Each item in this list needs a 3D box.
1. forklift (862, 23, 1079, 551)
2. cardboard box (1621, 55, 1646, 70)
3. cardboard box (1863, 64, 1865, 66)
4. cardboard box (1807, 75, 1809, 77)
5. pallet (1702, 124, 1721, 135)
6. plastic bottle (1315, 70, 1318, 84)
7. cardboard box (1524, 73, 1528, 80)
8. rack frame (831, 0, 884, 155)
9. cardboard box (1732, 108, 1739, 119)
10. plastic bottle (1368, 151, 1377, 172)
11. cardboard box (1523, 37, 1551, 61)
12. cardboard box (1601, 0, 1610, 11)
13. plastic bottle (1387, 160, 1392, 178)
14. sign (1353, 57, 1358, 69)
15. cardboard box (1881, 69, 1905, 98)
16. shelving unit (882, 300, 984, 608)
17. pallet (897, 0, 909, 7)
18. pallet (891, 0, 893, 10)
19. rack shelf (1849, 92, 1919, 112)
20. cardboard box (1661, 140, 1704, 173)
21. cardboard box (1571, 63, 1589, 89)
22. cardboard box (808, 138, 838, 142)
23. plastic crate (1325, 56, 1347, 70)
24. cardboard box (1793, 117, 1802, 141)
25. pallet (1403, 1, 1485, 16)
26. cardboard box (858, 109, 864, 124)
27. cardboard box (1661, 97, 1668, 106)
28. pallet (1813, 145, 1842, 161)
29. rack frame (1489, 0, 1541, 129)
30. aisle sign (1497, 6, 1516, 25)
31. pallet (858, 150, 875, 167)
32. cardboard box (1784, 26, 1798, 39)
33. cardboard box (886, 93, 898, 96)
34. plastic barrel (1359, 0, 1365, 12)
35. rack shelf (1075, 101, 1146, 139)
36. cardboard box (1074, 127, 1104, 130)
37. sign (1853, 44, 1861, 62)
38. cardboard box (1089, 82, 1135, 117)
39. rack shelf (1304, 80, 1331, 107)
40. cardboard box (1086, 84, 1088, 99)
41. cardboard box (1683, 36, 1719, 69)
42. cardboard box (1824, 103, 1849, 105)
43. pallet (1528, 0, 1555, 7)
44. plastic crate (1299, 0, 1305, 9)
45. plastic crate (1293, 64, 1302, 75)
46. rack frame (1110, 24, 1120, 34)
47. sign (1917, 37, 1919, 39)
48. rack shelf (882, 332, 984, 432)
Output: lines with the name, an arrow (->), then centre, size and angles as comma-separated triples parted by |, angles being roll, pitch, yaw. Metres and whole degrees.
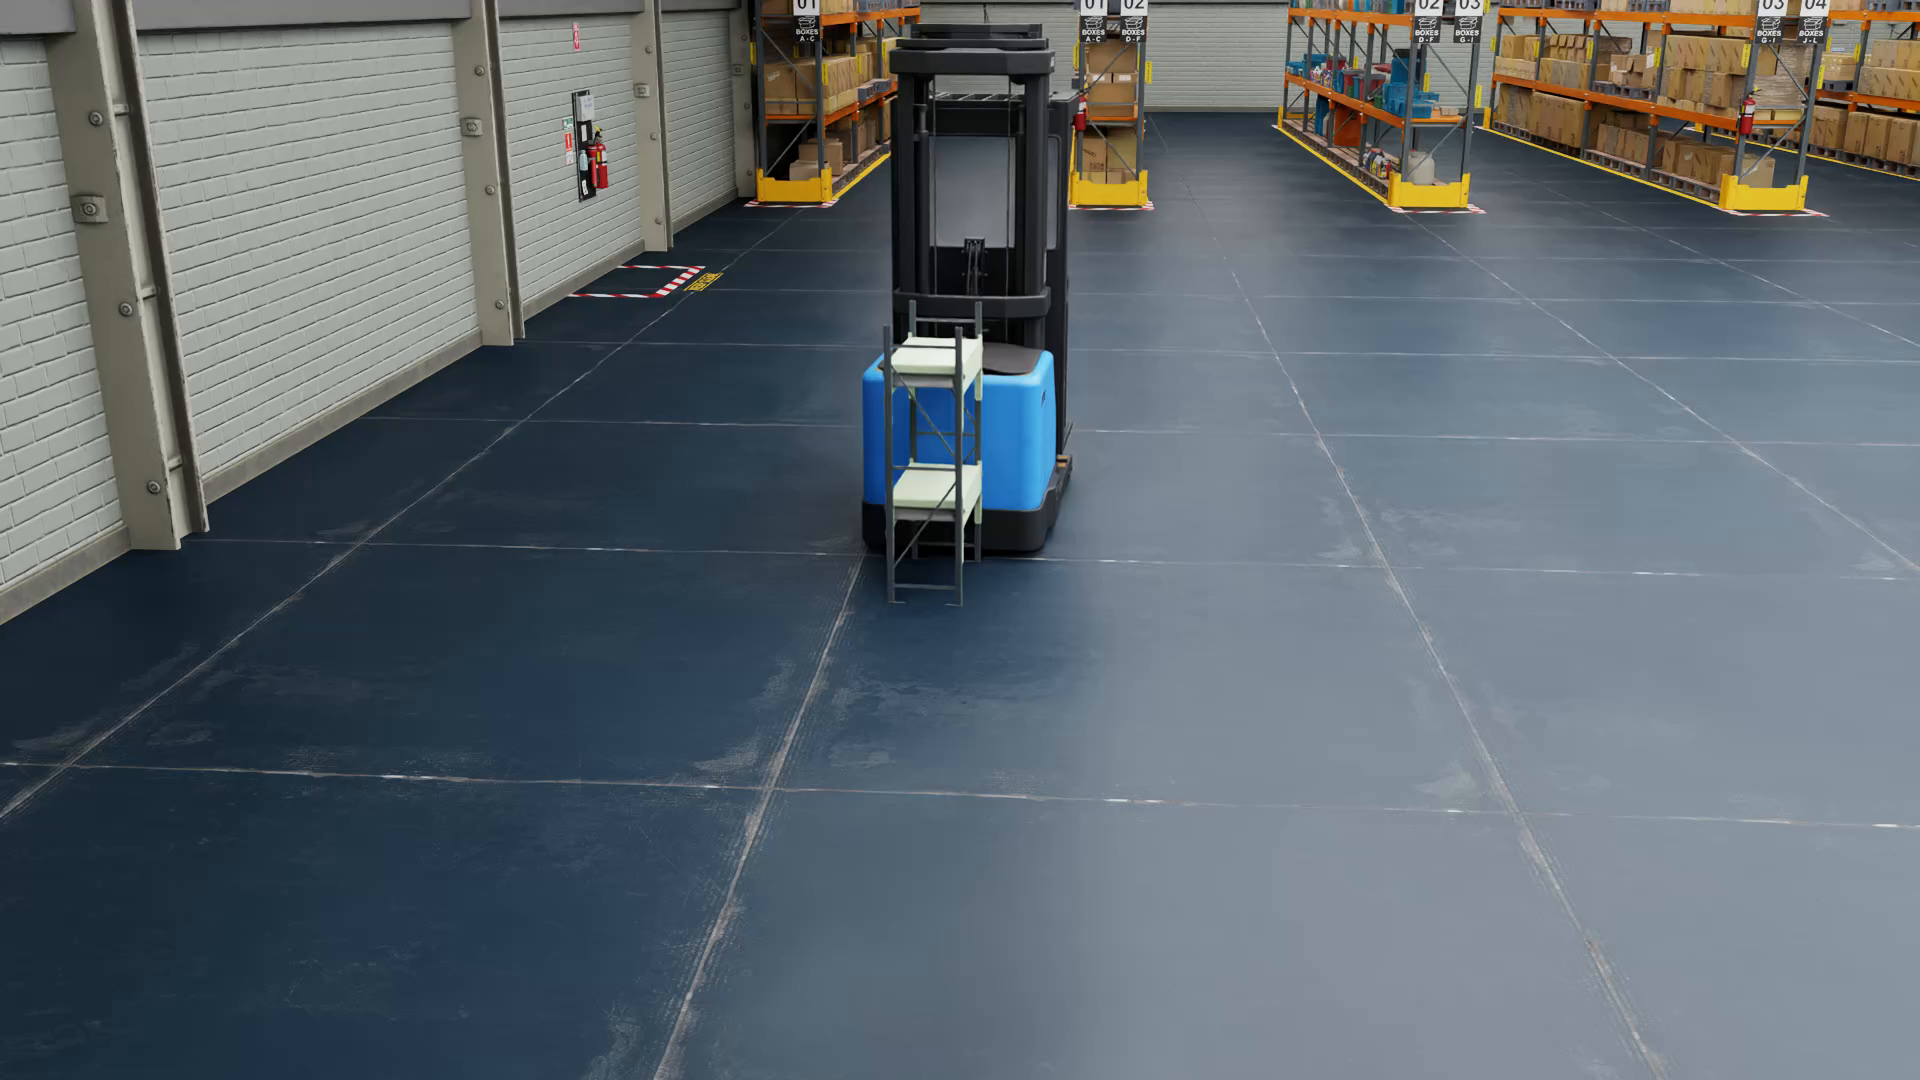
forklift -> 0.157, -1.747, 10.546 | 1.130, 2.935, 3.031 | 3, 18, 8
cardboard box -> 12.828, -8.841, 31.253 | 0.700, 0.500, 0.500 | 4, 19, 12
cardboard box -> 17.975, -9.331, 32.833 | 0.380, 0.149, 0.250 | 1, 18, 2
cardboard box -> 17.381, -9.438, 33.638 | 0.380, 0.149, 0.250 | 2, 18, 6
pallet -> 18.182, -9.681, 39.128 | 1.003, 0.211, 1.213 | 1, 18, 4
plastic bottle -> 7.598, -9.855, 35.371 | 0.061, 0.283, 0.133 | 1, 18, 4
cardboard box -> 12.786, -10.323, 37.013 | 0.380, 0.149, 0.250 | 1, 18, 3
rack frame -> -2.054, -9.270, 33.396 | 1.000, 3.000, 0.127 | 1, 18, 4
cardboard box -> 12.027, -6.505, 25.361 | 0.380, 0.149, 0.250 | 1, 18, 4
plastic bottle -> 7.055, -6.457, 28.358 | 0.144, 0.351, 0.185 | 1, 18, 2
cardboard box -> 12.860, -10.911, 36.964 | 0.500, 0.500, 0.500 | 1, 18, 4
cardboard box -> 12.480, -10.152, 31.512 | 0.500, 0.250, 0.500 | 2, 18, 5
plastic bottle -> 7.100, -6.138, 27.494 | 0.061, 0.283, 0.133 | 1, 18, 4
sign -> 8.662, -10.410, 36.430 | 0.100, 0.325, 0.005 | 1, 18, 4
cardboard box -> 17.336, -8.396, 30.567 | 0.500, 0.500, 0.500 | 1, 18, 4
shelving unit -> -0.134, -0.478, 8.974 | 0.431, 1.500, 0.755 | 3, 18, 8
pallet -> -1.699, -12.149, 37.509 | 1.003, 0.211, 1.213 | 1, 18, 4
pallet -> -1.984, -11.154, 34.633 | 1.003, 0.211, 1.213 | 2, 18, 6
rack shelf -> 17.564, -7.833, 30.167 | 1.077, 0.370, 4.000 | 1, 18, 4
cardboard box -> 12.412, -6.584, 28.540 | 0.500, 0.500, 0.500 | 1, 18, 2
cardboard box -> 12.597, -9.299, 33.325 | 0.500, 0.500, 0.500 | 1, 18, 3
cardboard box -> -2.376, -6.726, 28.939 | 0.500, 0.500, 0.500 | 0, 18, 0
plastic crate -> 8.428, -10.622, 37.323 | 0.402, 0.464, 0.583 | 1, 18, 4
cardboard box -> 17.616, -8.499, 34.384 | 0.500, 0.500, 0.500 | 2, 18, 5
pallet -> 7.410, -8.155, 25.478 | 1.003, 0.211, 1.213 | 1, 18, 4
cardboard box -> -2.157, -8.247, 32.378 | 0.500, 0.250, 0.500 | 2, 18, 5
cardboard box -> 12.134, -7.439, 28.212 | 0.380, 0.149, 0.250 | 1, 18, 4
pallet -> 17.765, -7.714, 33.125 | 1.003, 0.211, 1.213 | 1, 18, 4
rack frame -> 13.341, -11.423, 39.967 | 1.000, 3.000, 0.127 | 1, 18, 4
aisle sign -> 13.047, -12.687, 39.651 | 0.394, 0.787, 0.004 | 1, 18, 4
pallet -> -2.202, -7.324, 31.937 | 1.003, 0.211, 1.213 | 1, 18, 4
cardboard box -> 17.758, -10.855, 35.988 | 0.500, 0.500, 0.500 | 1, 18, 2
cardboard box -> -1.685, -9.486, 36.832 | 0.750, 0.750, 0.750 | 1, 18, 5
plastic barrel -> 7.407, -9.836, 29.502 | 0.600, 0.901, 0.600 | 0, 18, 0
rack shelf -> 2.457, -6.955, 27.487 | 1.077, 0.370, 4.000 | 1, 18, 4
cardboard box -> 2.183, -6.720, 28.151 | 0.500, 0.500, 0.500 | 1, 18, 4
sign -> 17.165, -9.318, 31.810 | 0.100, 0.325, 0.005 | 1, 18, 4
cardboard box -> 2.359, -6.868, 25.906 | 0.700, 0.500, 0.500 | 1, 18, 4
rack shelf -> 7.970, -9.328, 34.729 | 1.077, 0.370, 4.000 | 1, 18, 4
cardboard box -> 2.480, -8.132, 30.138 | 0.396, 0.266, 0.258 | 1, 18, 3
cardboard box -> 12.124, -7.915, 27.018 | 0.500, 0.500, 0.500 | 1, 18, 4
cardboard box -> 18.119, -8.846, 34.237 | 0.500, 0.250, 0.500 | 0, 18, 1
pallet -> 13.123, -11.818, 36.497 | 1.003, 0.211, 1.213 | 1, 18, 4
plastic crate -> 7.934, -12.221, 37.776 | 0.437, 0.282, 0.530 | 1, 18, 4
plastic crate -> 7.939, -10.911, 38.577 | 0.416, 0.233, 0.300 | 1, 18, 4
rack frame -> 3.173, -10.403, 36.854 | 1.000, 3.000, 0.127 | 1, 18, 4
sign -> 25.651, -13.319, 44.428 | 0.339, 0.242, 0.001 | 1, 18, 4
rack shelf -> -0.134, -0.849, 8.852 | 0.431, 0.370, 0.720 | 3, 18, 8
